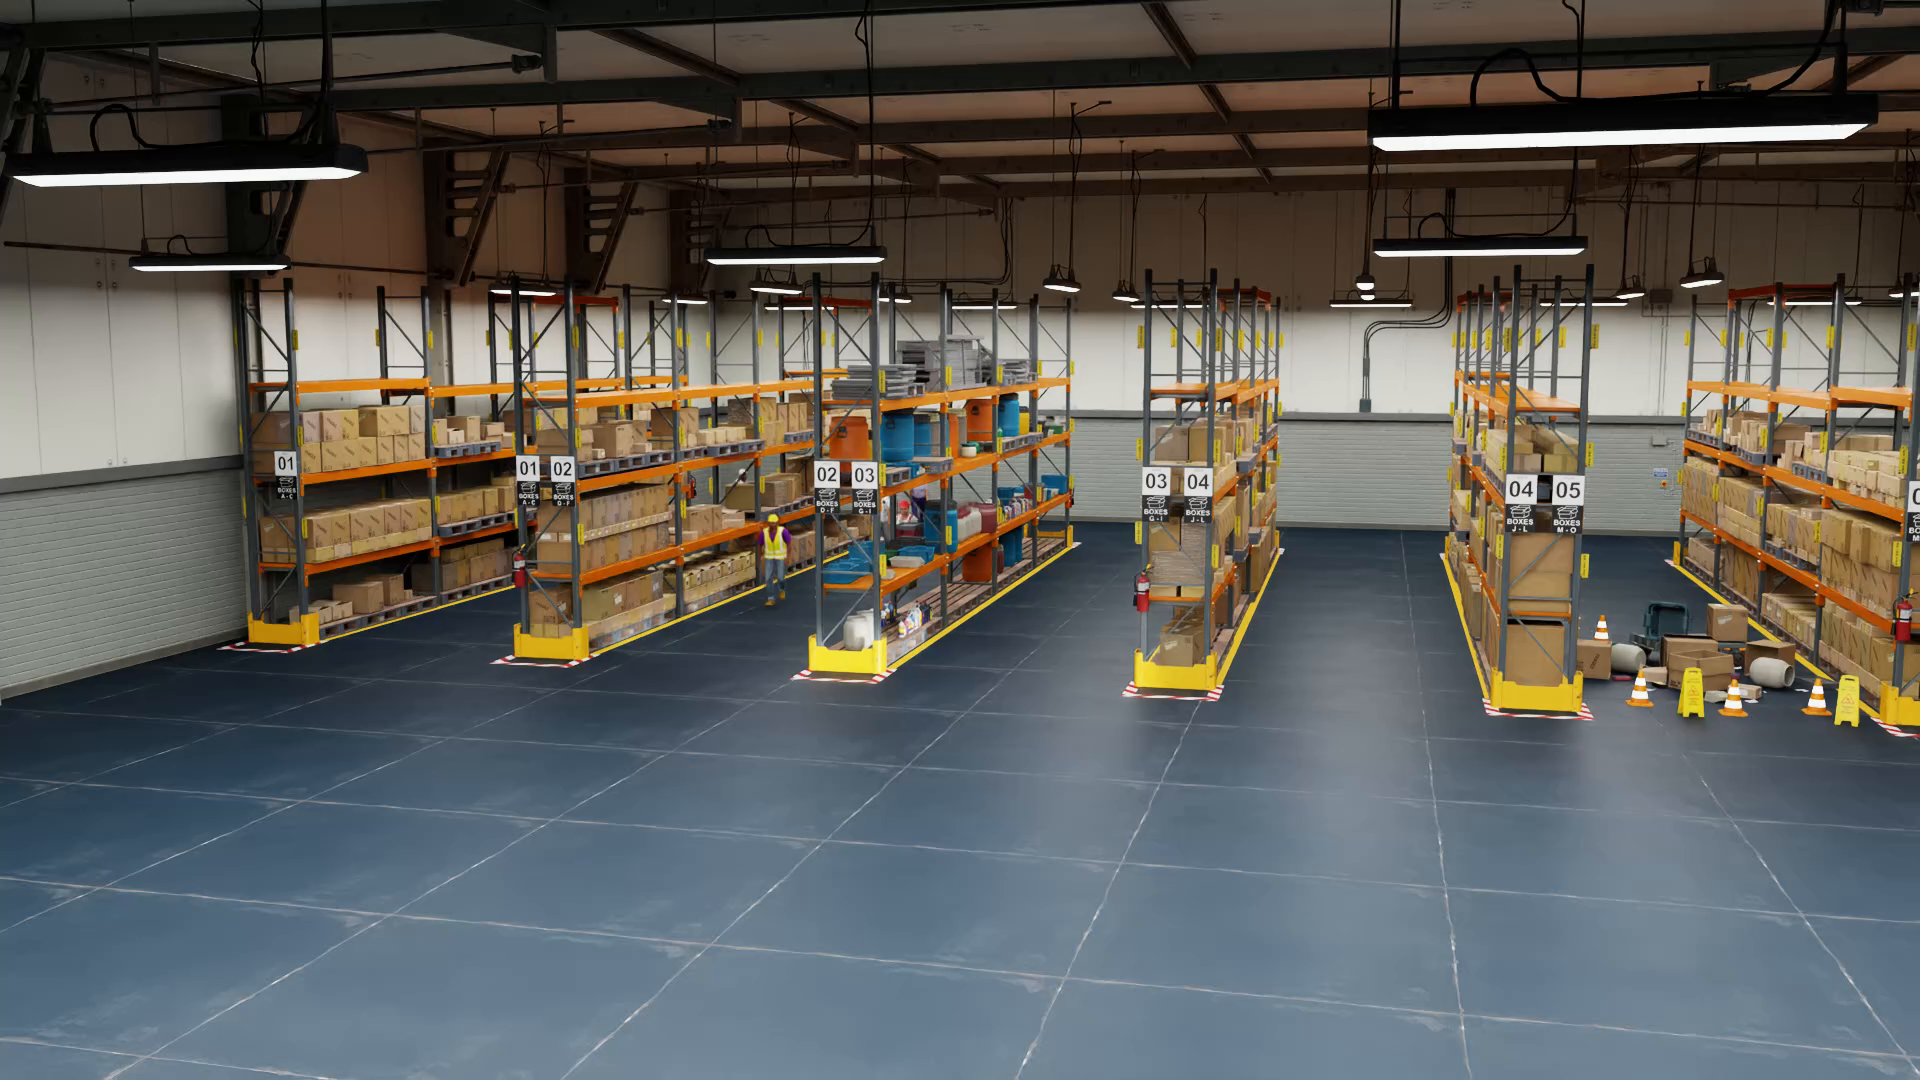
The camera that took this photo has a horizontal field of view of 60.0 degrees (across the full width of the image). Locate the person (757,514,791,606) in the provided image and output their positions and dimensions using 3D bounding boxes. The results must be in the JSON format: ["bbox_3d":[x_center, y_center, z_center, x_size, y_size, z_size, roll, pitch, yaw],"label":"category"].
[{"bbox_3d":[-3.526,0.355,31.651,0.659,1.744,0.646,0,7,4],"label":"person"}]

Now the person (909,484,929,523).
[{"bbox_3d":[-1.074,-1.011,43.389,0.508,1.575,1.078,0,7,-2],"label":"person"}]

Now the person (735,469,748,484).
[{"bbox_3d":[-5.529,-0.936,42.210,0.884,1.749,0.508,-2,7,-17],"label":"person"}]

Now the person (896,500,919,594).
[{"bbox_3d":[-1.055,0.120,31.067,0.530,1.734,1.035,4,8,29],"label":"person"}]

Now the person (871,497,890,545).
[{"bbox_3d":[-1.856,-0.458,38.789,0.532,1.604,1.034,1,7,11],"label":"person"}]
